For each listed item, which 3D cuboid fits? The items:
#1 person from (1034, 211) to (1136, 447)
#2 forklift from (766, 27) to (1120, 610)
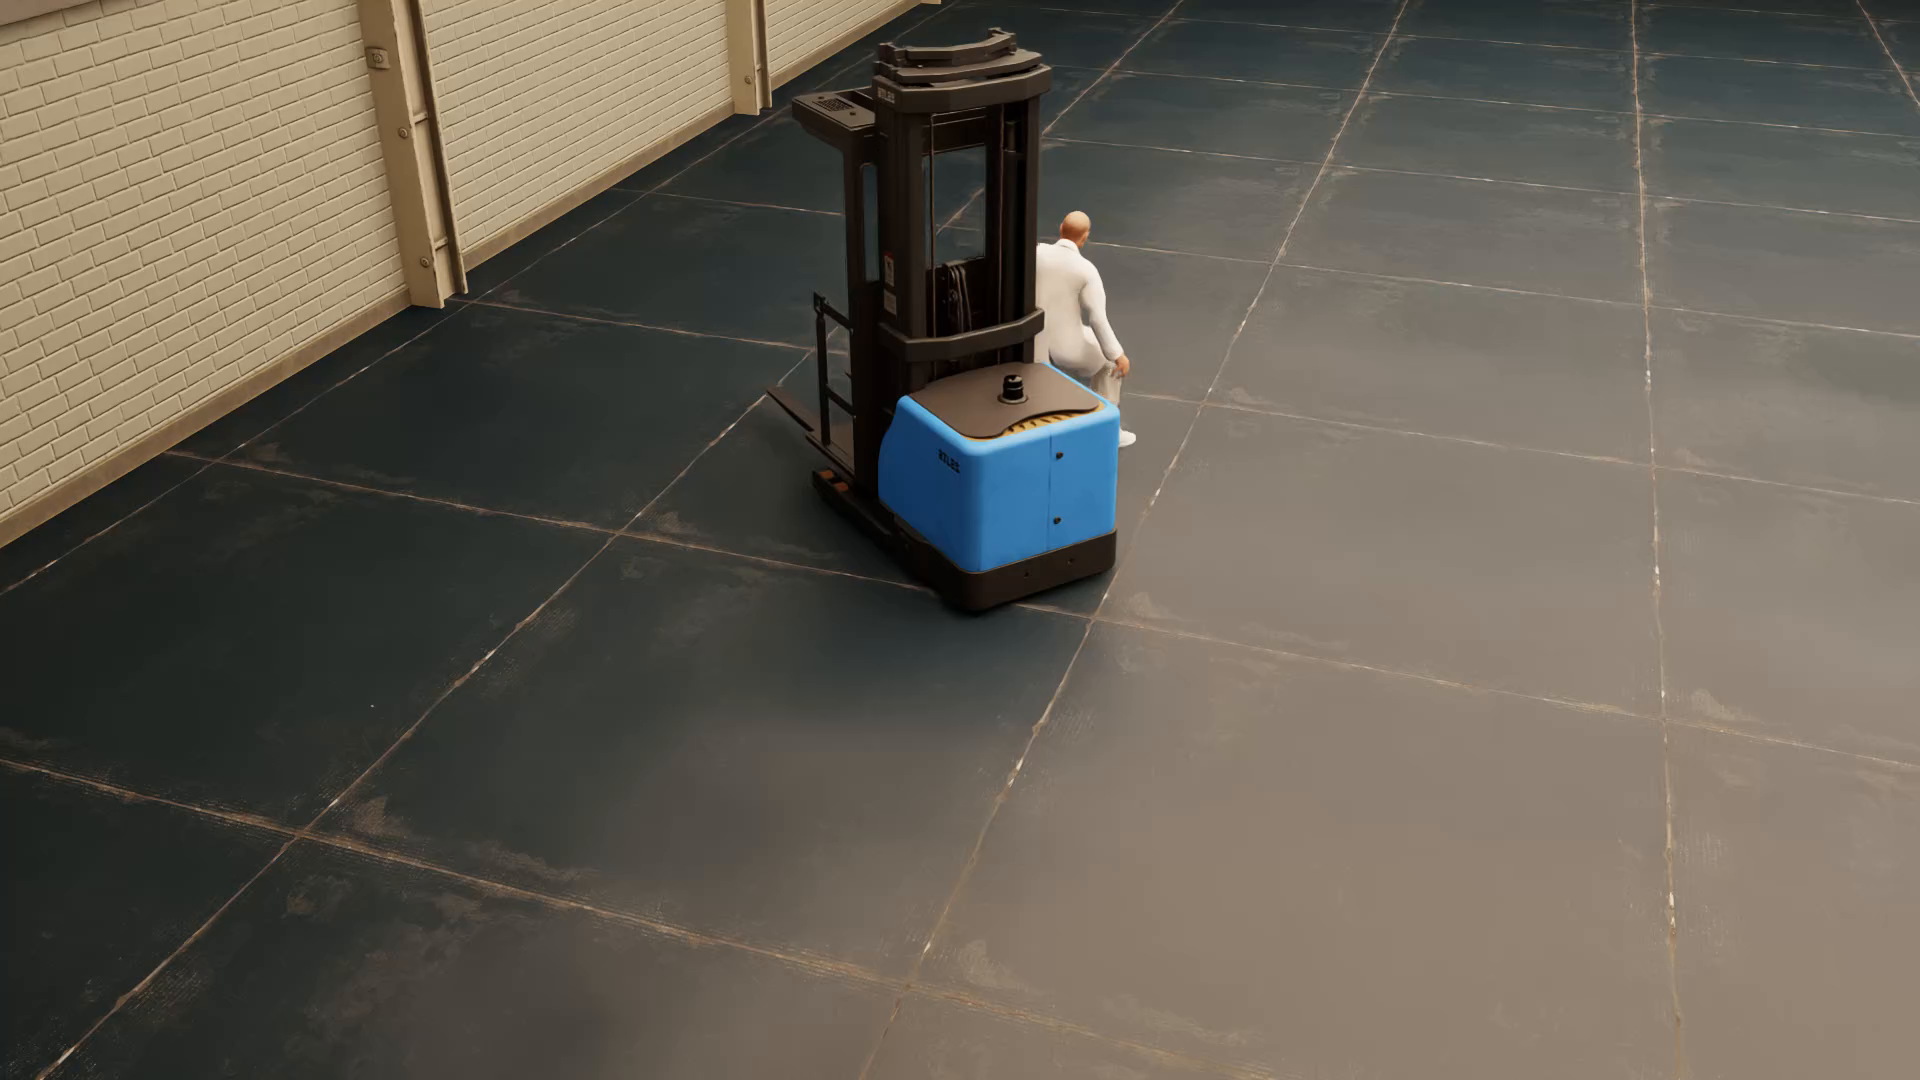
[{"bbox_3d":[0.536,-1.255,10.680,1.195,1.688,0.589,7,30,12],"label":"person"},{"bbox_3d":[-0.279,-1.576,9.902,1.130,2.935,3.031,-16,34,-26],"label":"forklift"}]
